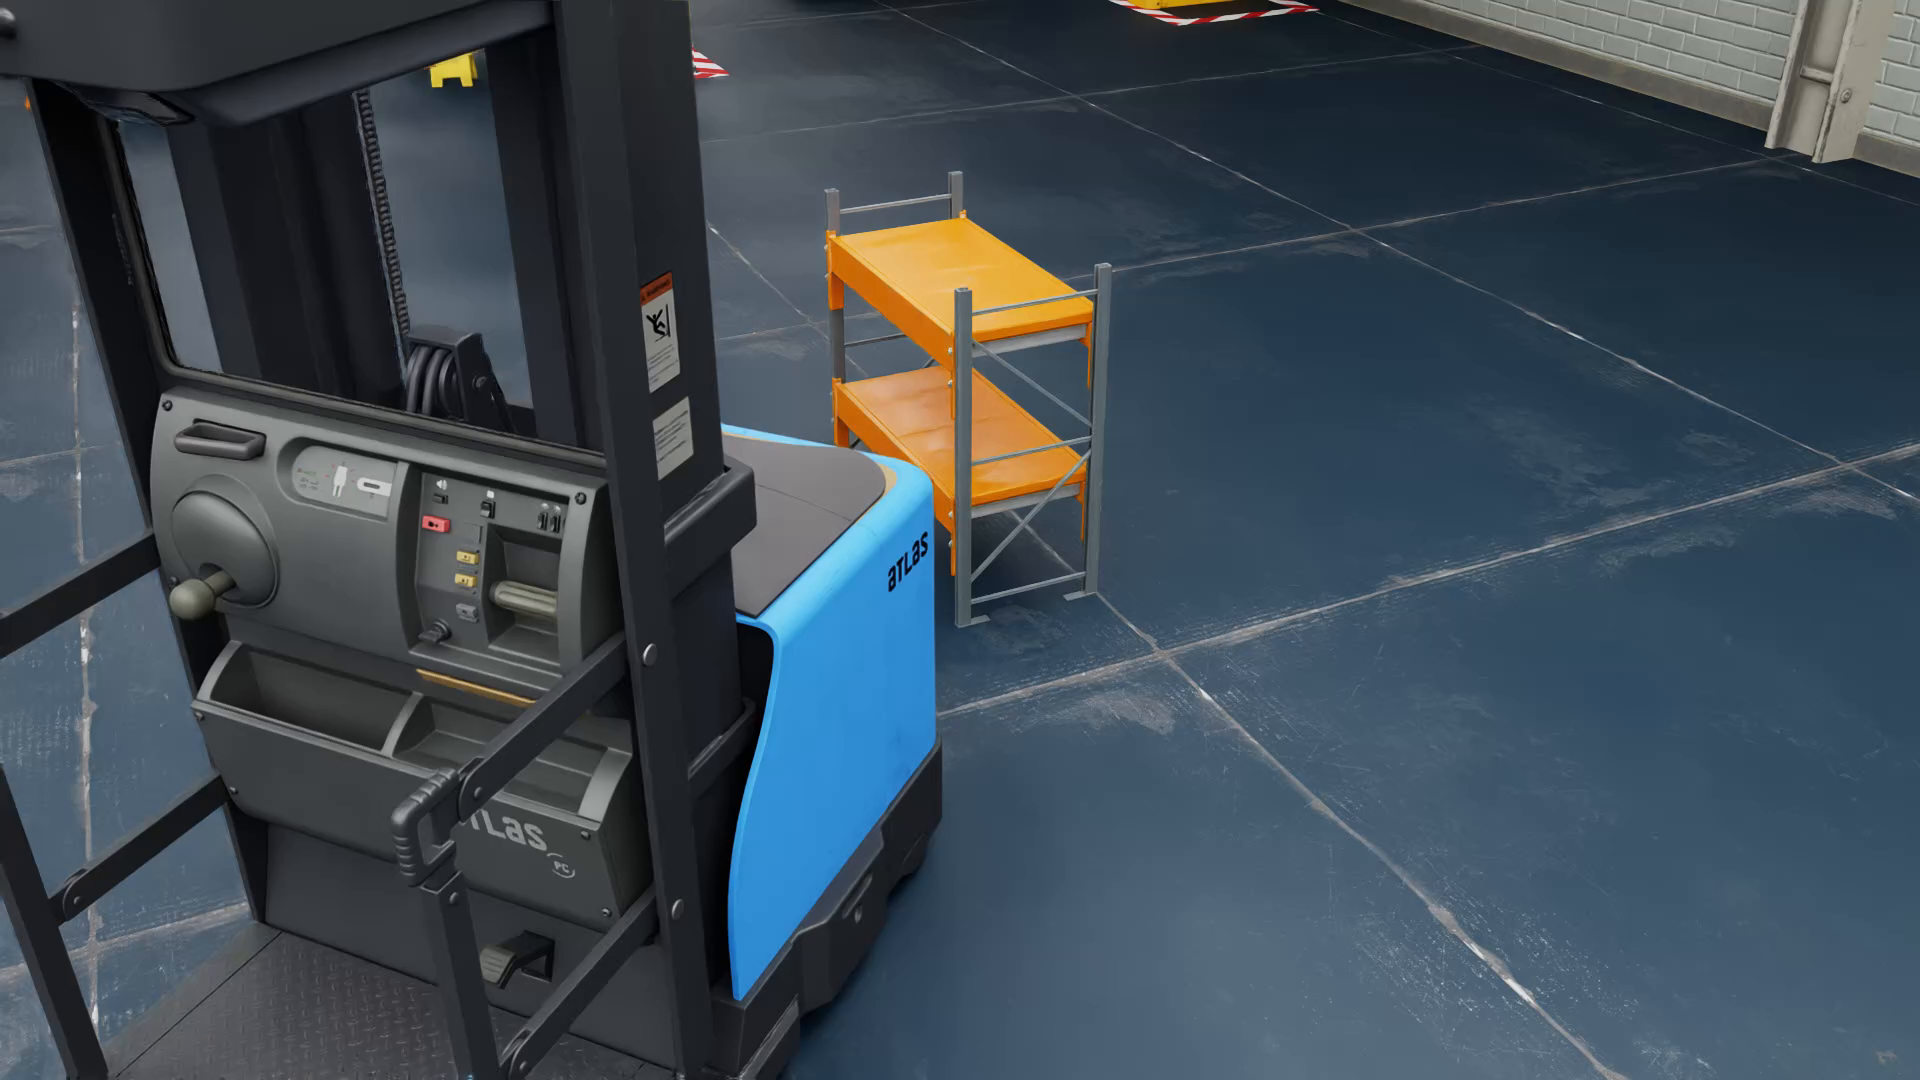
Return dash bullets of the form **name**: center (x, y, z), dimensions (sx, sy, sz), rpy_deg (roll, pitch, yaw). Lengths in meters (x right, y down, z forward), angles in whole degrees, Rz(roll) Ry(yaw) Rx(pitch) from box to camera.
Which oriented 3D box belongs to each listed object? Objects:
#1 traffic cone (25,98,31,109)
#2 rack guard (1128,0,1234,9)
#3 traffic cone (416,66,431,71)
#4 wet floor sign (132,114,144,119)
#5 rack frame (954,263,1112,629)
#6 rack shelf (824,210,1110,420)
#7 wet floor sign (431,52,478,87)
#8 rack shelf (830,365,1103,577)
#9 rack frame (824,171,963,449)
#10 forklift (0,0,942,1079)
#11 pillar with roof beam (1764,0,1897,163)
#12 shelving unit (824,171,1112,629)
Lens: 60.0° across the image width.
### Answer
- **traffic cone**: center (-5.910, -3.063, 10.739), dimensions (0.336, 0.463, 0.334), rpy_deg (-13, 32, -22)
- **rack guard**: center (1.954, -4.664, 13.556), dimensions (1.175, 0.500, 0.348), rpy_deg (-13, 32, -22)
- **traffic cone**: center (-3.887, -3.533, 11.578), dimensions (0.336, 0.463, 0.334), rpy_deg (-13, 32, -22)
- **wet floor sign**: center (-5.164, -3.013, 10.463), dimensions (0.267, 0.644, 0.232), rpy_deg (-19, 35, -30)
- **rack frame**: center (0.215, -0.269, 5.080), dimensions (0.500, 1.125, 0.032), rpy_deg (-13, 32, -22)
- **rack shelf**: center (-0.003, -0.749, 5.337), dimensions (0.538, 0.278, 1.000), rpy_deg (-13, 32, -22)
- **wet floor sign**: center (-3.422, -3.385, 11.128), dimensions (0.267, 0.644, 0.232), rpy_deg (-3, 29, -5)
- **rack shelf**: center (-0.003, -0.280, 5.600), dimensions (0.538, 0.278, 1.000), rpy_deg (-13, 32, -22)
- **rack frame**: center (-0.221, -0.718, 5.881), dimensions (0.500, 1.125, 0.032), rpy_deg (-13, 32, -22)
- **forklift**: center (-1.102, 0.045, 2.672), dimensions (1.130, 2.935, 3.031), rpy_deg (12, 31, 21)
- **pillar with roof beam**: center (1.147, -5.324, 6.044), dimensions (9.100, 9.000, 0.400), rpy_deg (-13, 32, -22)
- **shelving unit**: center (-0.003, -0.494, 5.480), dimensions (0.538, 1.125, 1.048), rpy_deg (-13, 32, -22)
